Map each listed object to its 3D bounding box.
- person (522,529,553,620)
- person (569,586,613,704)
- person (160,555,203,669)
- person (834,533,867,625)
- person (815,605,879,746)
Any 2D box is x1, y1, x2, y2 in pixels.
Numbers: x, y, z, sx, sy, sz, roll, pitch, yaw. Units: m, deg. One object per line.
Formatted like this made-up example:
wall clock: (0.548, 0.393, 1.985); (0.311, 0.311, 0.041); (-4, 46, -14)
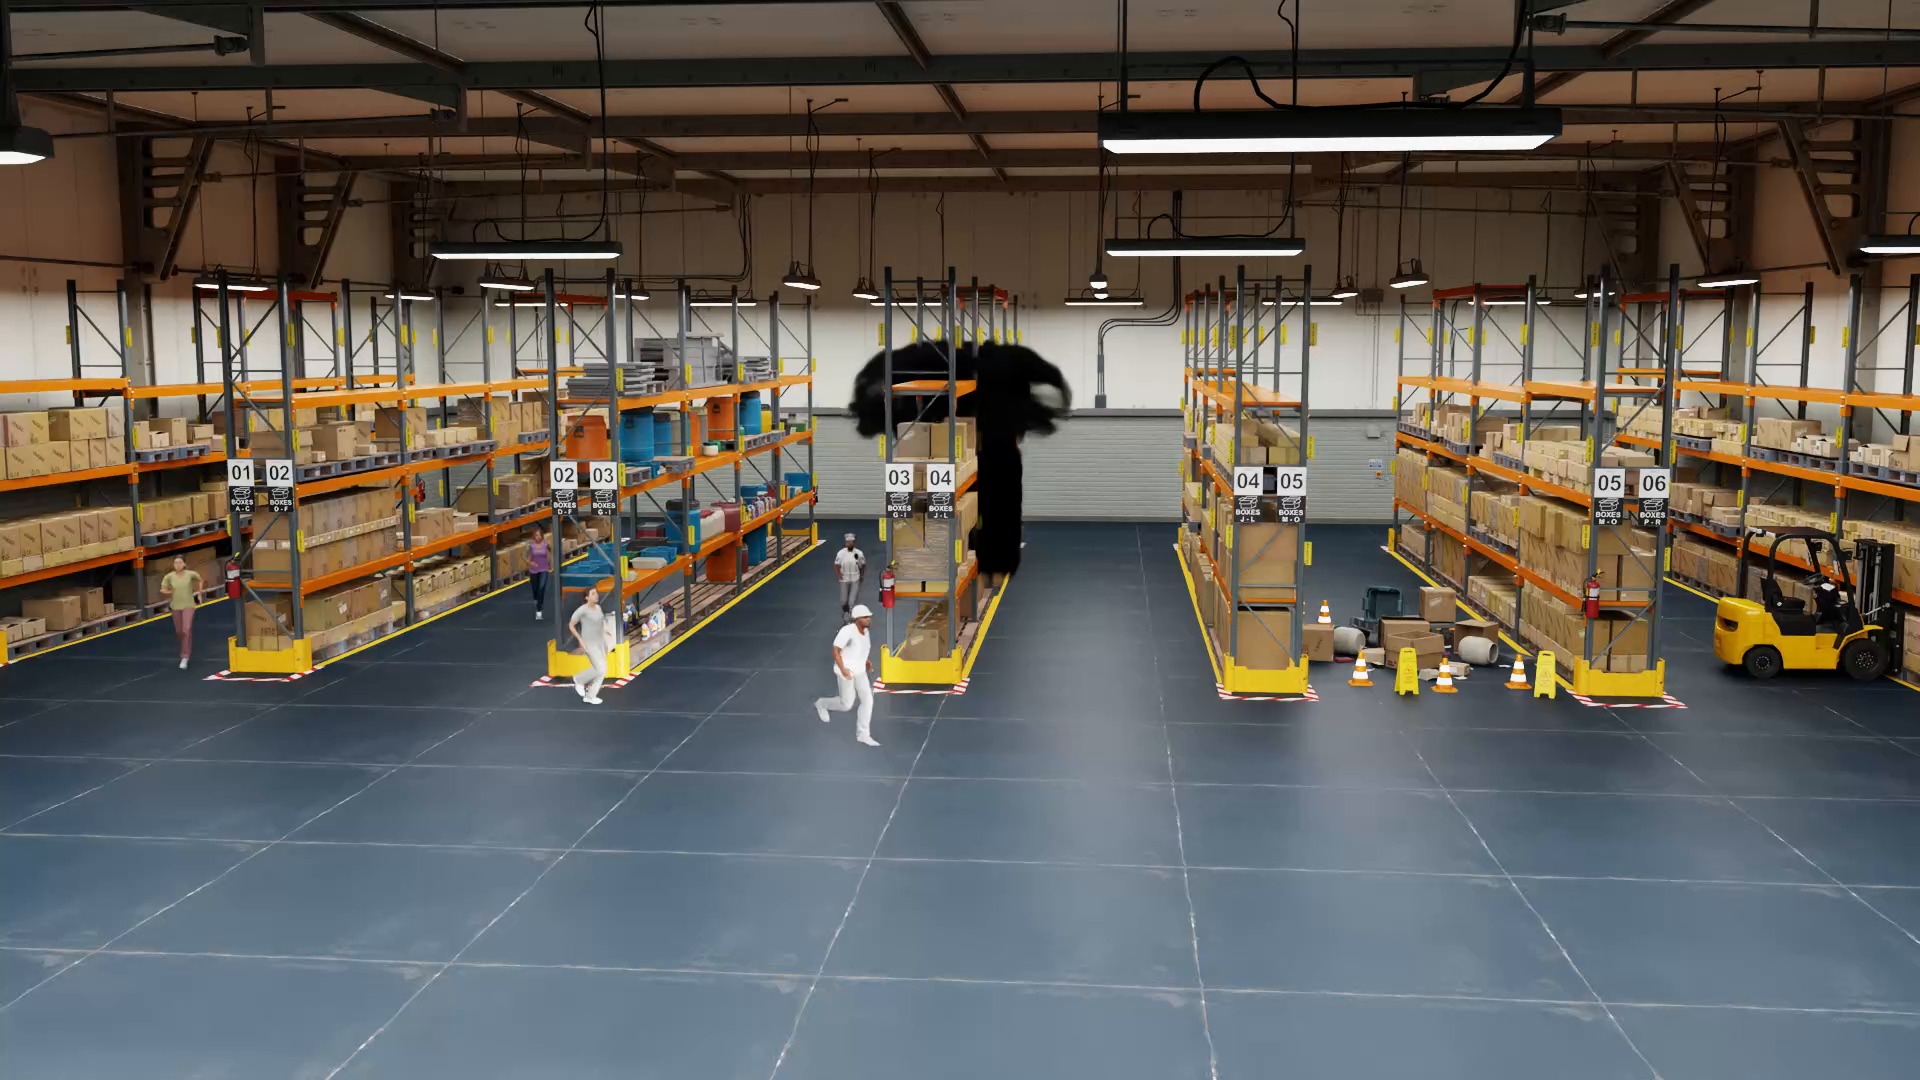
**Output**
person: (-7.595, 0.581, 29.968); (0.564, 1.592, 0.921); (-2, 7, -17)
person: (-5.028, 1.437, 22.799); (0.567, 1.627, 0.570); (4, 8, 28)
person: (-11.926, 1.060, 25.505); (0.553, 1.697, 0.909); (-2, 7, -13)
person: (-1.888, 0.696, 28.733); (0.562, 1.655, 0.589); (0, 7, -2)
person: (-1.394, 1.662, 20.701); (0.949, 1.749, 0.704); (5, 8, 33)
